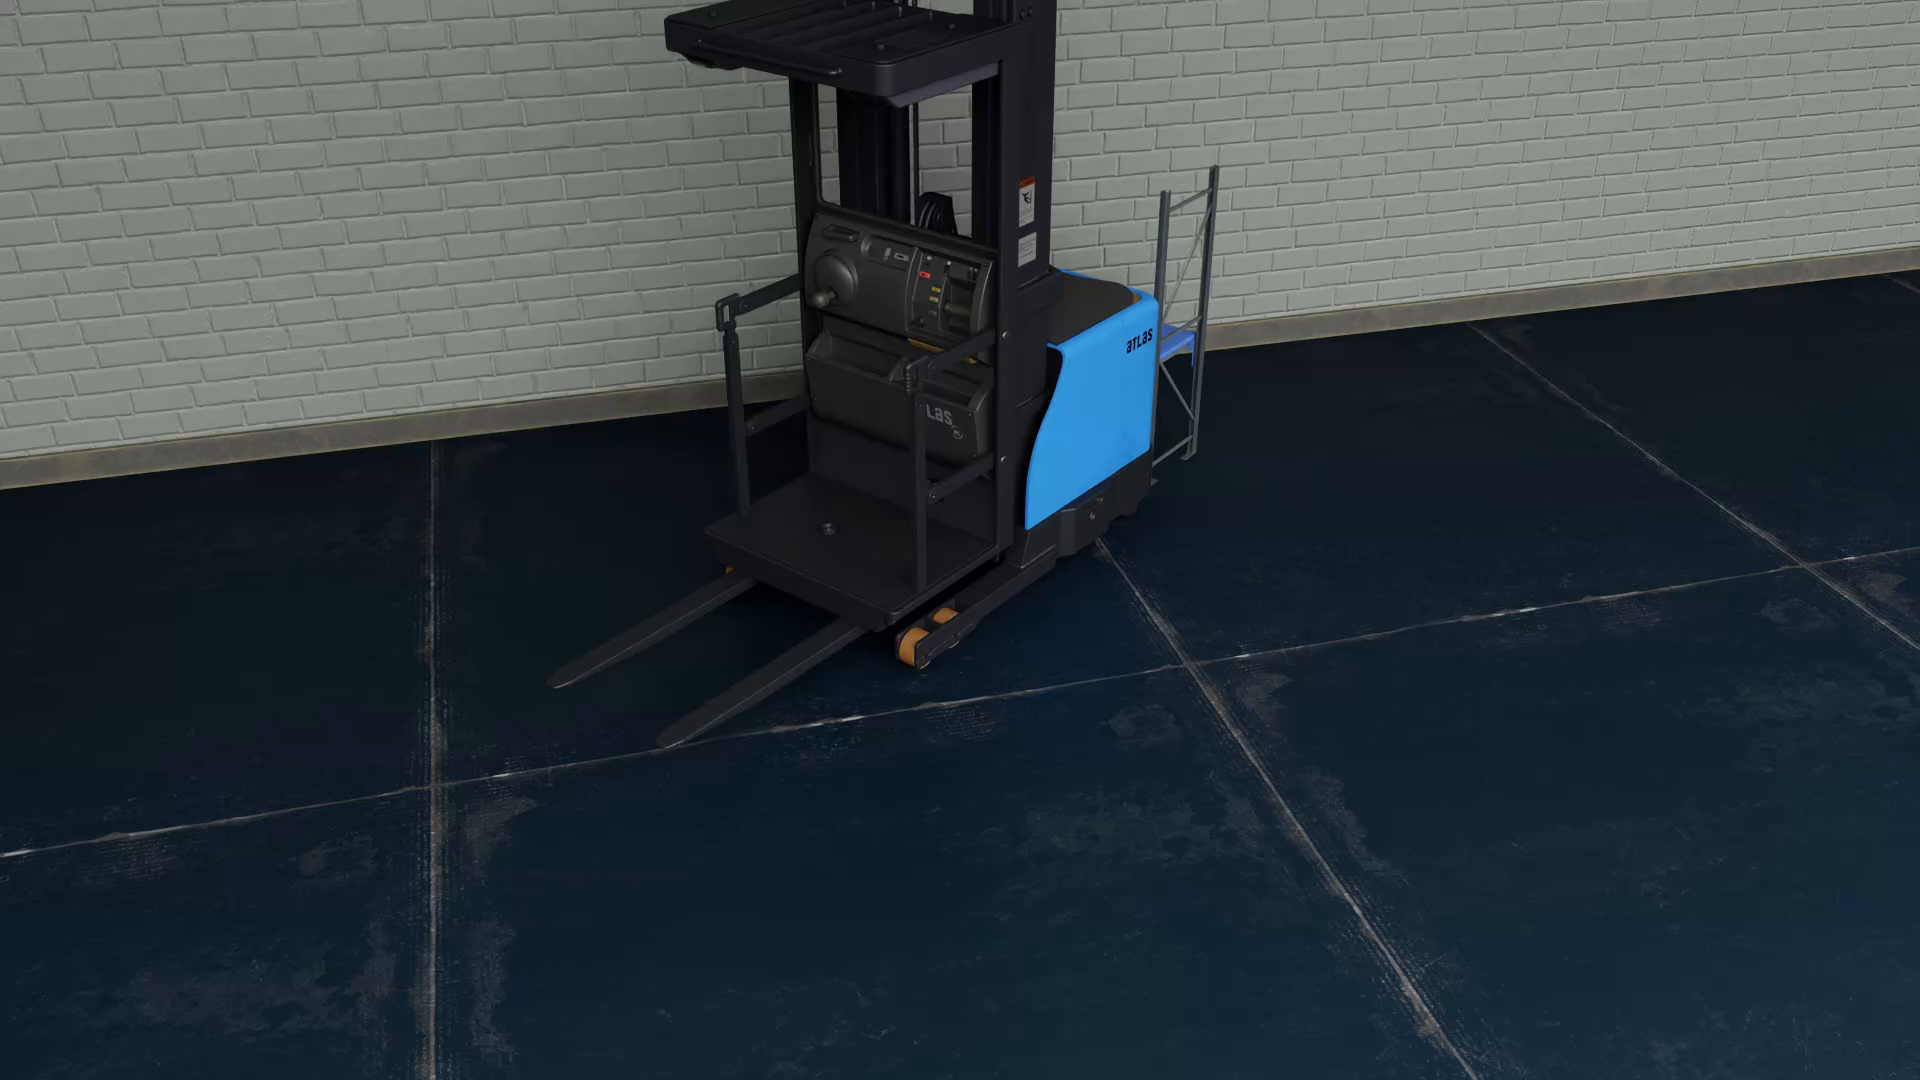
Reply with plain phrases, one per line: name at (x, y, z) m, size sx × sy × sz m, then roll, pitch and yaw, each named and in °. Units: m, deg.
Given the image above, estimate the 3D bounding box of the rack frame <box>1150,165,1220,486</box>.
rack frame at (1.054, -1.004, 7.984) m, size 0.032 × 1.500 × 0.500 m, roll 20°, pitch 35°, yaw 31°

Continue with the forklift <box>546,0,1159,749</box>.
forklift at (-0.389, -1.021, 6.588) m, size 1.130 × 2.935 × 3.031 m, roll 22°, pitch 36°, yaw 32°

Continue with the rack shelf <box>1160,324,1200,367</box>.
rack shelf at (0.643, -0.998, 8.333) m, size 1.000 × 0.185 × 0.538 m, roll 20°, pitch 35°, yaw 31°

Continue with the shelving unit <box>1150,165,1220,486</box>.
shelving unit at (0.643, -1.154, 8.243) m, size 1.048 × 1.500 × 0.538 m, roll 20°, pitch 35°, yaw 31°
